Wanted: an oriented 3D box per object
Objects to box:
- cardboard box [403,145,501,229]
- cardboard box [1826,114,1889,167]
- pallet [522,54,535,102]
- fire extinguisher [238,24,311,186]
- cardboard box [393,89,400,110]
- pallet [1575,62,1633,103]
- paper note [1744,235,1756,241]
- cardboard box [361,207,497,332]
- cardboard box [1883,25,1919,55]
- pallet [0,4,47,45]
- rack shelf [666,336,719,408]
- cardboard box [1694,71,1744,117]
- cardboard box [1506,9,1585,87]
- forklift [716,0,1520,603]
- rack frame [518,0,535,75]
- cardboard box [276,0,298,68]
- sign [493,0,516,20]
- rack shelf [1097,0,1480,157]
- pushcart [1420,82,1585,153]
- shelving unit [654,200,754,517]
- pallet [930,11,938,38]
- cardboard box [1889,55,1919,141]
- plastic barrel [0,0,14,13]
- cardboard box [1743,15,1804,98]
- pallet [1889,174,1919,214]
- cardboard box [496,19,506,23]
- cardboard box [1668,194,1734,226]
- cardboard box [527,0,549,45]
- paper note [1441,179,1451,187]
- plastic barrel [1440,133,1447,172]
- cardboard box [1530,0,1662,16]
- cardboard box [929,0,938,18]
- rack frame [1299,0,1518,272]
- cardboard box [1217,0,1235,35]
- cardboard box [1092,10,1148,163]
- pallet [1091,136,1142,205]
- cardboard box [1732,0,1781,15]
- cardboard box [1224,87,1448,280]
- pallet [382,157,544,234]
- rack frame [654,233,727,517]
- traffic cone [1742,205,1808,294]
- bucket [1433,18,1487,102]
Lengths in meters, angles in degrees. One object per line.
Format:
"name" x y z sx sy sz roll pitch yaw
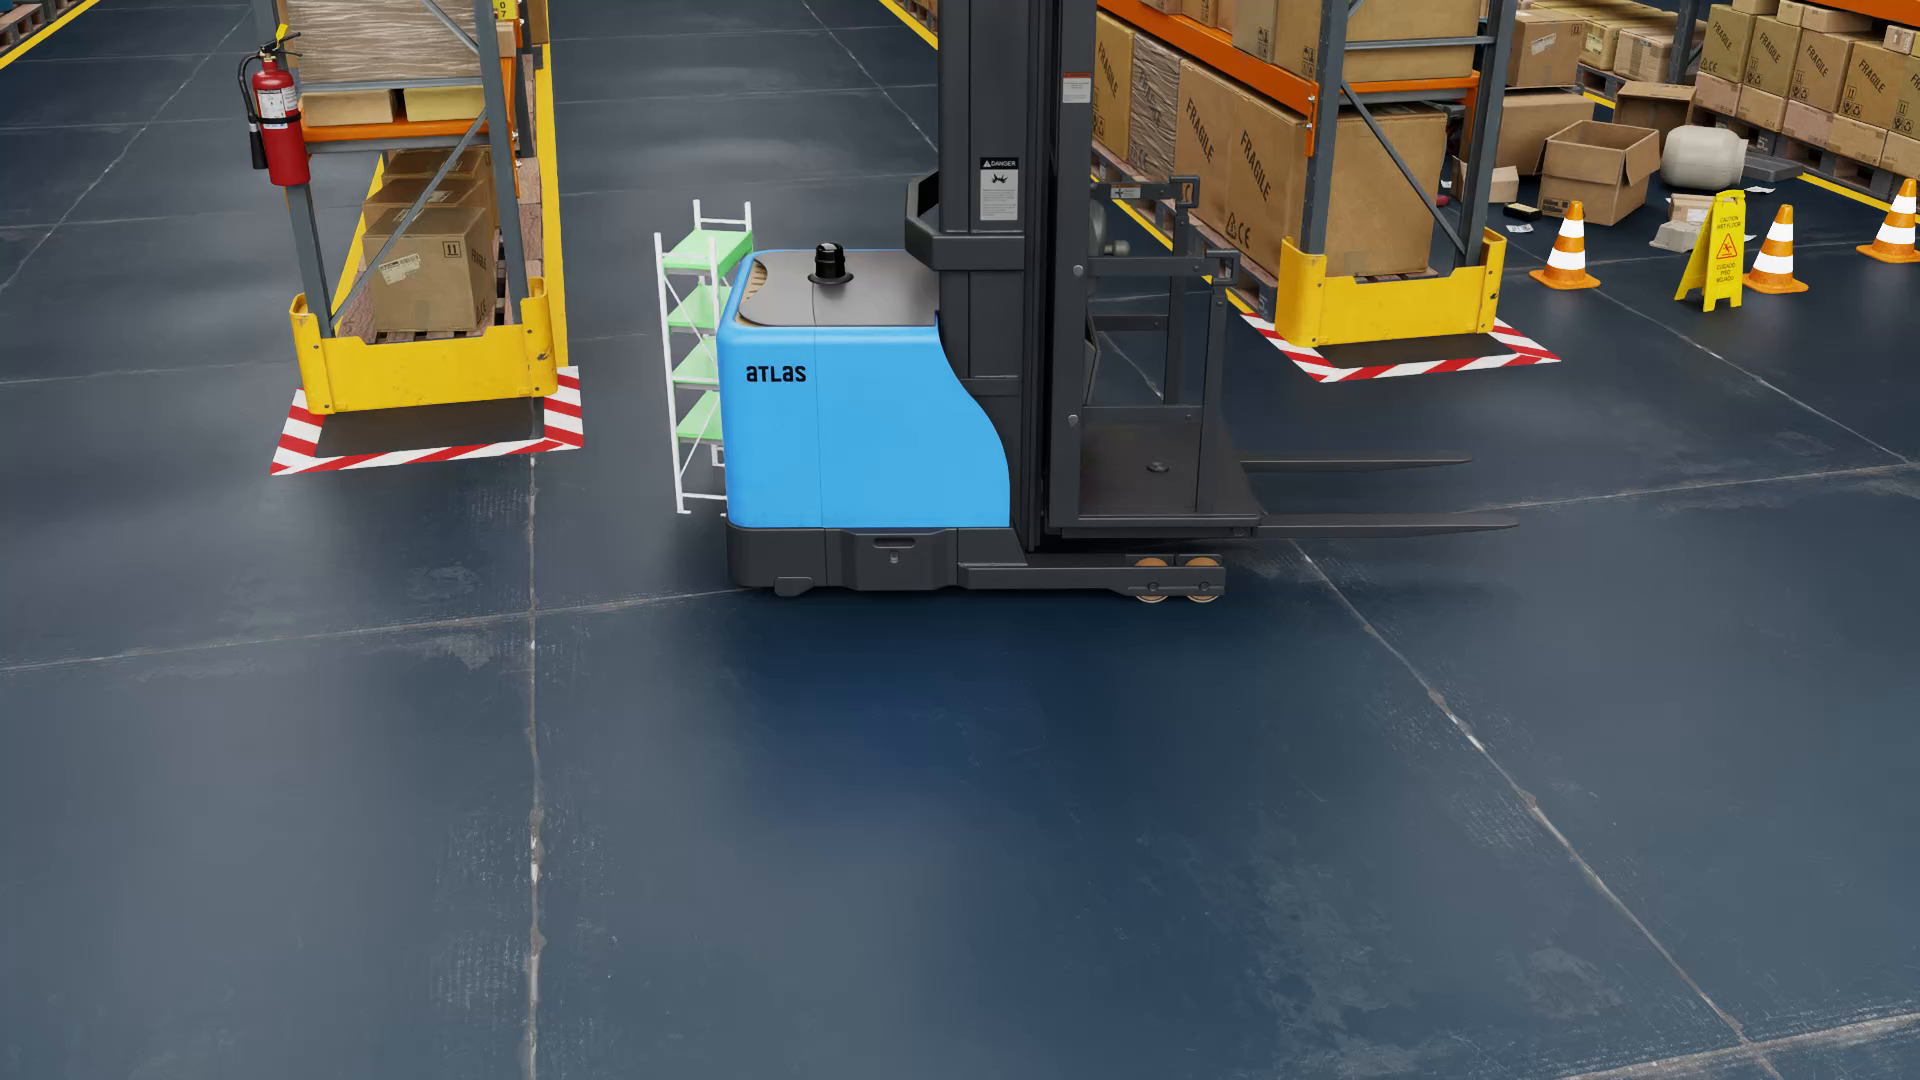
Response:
"cardboard box" -3.061 -2.166 10.020 0.500 0.500 0.500 -8 28 -16
"cardboard box" 6.414 -2.784 11.523 0.500 0.250 0.500 -7 28 -13
"pallet" -4.192 -3.957 14.355 1.003 0.211 1.213 -6 27 -12
"fire extinguisher" -2.987 -1.901 7.274 0.296 0.674 0.183 -6 27 -12
"cardboard box" -2.885 -2.135 7.929 0.380 0.149 0.250 -6 27 -12
"pallet" 6.013 -3.892 14.227 1.003 0.211 1.213 -6 27 -12
"paper note" 4.939 -1.927 10.533 0.148 0.019 0.142 -16 31 -29
"cardboard box" -2.688 -1.380 8.464 0.500 0.500 0.500 -1 27 -2
"cardboard box" 6.397 -3.330 11.051 0.380 0.149 0.250 -5 27 -9
"pallet" -9.961 -5.210 16.838 1.003 0.211 1.213 -6 27 -12
"rack shelf" -1.022 -0.694 6.935 0.258 0.148 0.480 4 27 9
"cardboard box" 6.059 -3.469 12.879 0.500 0.250 0.500 -7 28 -14
"cardboard box" 4.462 -3.823 12.930 0.500 0.500 0.500 -6 27 -12
"forklift" 0.630 -1.312 6.096 3.031 2.935 1.130 0 27 -1
"rack frame" -4.367 -5.545 14.407 1.000 3.000 0.127 -6 27 -12
"cardboard box" -2.891 -2.662 8.254 0.875 0.500 0.500 -6 27 -12
"sign" -2.035 -2.475 7.363 0.100 0.325 0.005 -6 27 -12
"rack shelf" 1.840 -3.049 10.260 1.077 0.370 4.000 -6 27 -12
"pushcart" 3.979 -3.371 13.010 1.648 0.377 0.936 -16 31 -29
"shelving unit" -1.022 -0.751 6.907 0.258 1.200 0.503 4 27 9
"pallet" 0.314 -5.103 16.625 1.003 0.211 1.213 -6 27 -12
"cardboard box" 6.535 -2.888 10.896 0.500 0.500 0.500 -5 27 -10
"plastic barrel" -9.988 -5.808 16.791 0.600 0.901 0.708 -6 27 -12
"cardboard box" 6.192 -3.570 12.247 0.500 0.500 0.500 -5 27 -10
"pallet" 6.925 -2.188 10.851 1.003 0.211 1.213 -6 27 -12
"cardboard box" -2.807 -2.952 9.549 0.380 0.149 0.250 -6 27 -12
"cardboard box" 4.828 -2.136 10.818 0.380 0.149 0.250 8 28 15
"cardboard box" -4.502 -5.089 15.395 1.225 0.875 0.875 -7 28 -14
"paper note" 3.479 -2.509 11.696 0.172 0.023 0.155 3 27 6
"plastic barrel" 3.140 -2.756 11.740 0.512 0.421 0.421 13 30 24
"cardboard box" 5.745 -4.660 15.104 0.950 0.372 0.625 -5 27 -10
"cardboard box" -0.028 -5.566 16.758 0.500 0.500 0.500 -5 27 -10
"rack frame" 2.291 -2.492 8.359 1.000 3.000 0.127 -6 27 -12
"cardboard box" 2.014 -3.215 9.625 0.875 0.550 0.550 -6 27 -12
"cardboard box" 1.463 -3.204 11.661 0.875 0.875 0.875 -6 27 -11
"pallet" 1.485 -2.662 11.789 1.003 0.211 1.213 -6 27 -12
"cardboard box" 6.029 -4.032 12.443 0.380 0.149 0.250 -6 27 -11
"cardboard box" 2.074 -2.022 9.319 0.875 0.875 0.875 -6 27 -11
"pallet" -3.280 -2.253 10.979 1.003 0.211 1.213 -6 27 -12
"rack frame" -1.064 -0.643 6.692 0.240 1.200 0.015 4 27 9
"traffic cone" 4.732 -1.703 9.610 0.336 0.463 0.334 -6 27 -12
"bucket" 3.667 -3.640 12.578 0.726 0.611 0.620 3 17 6
